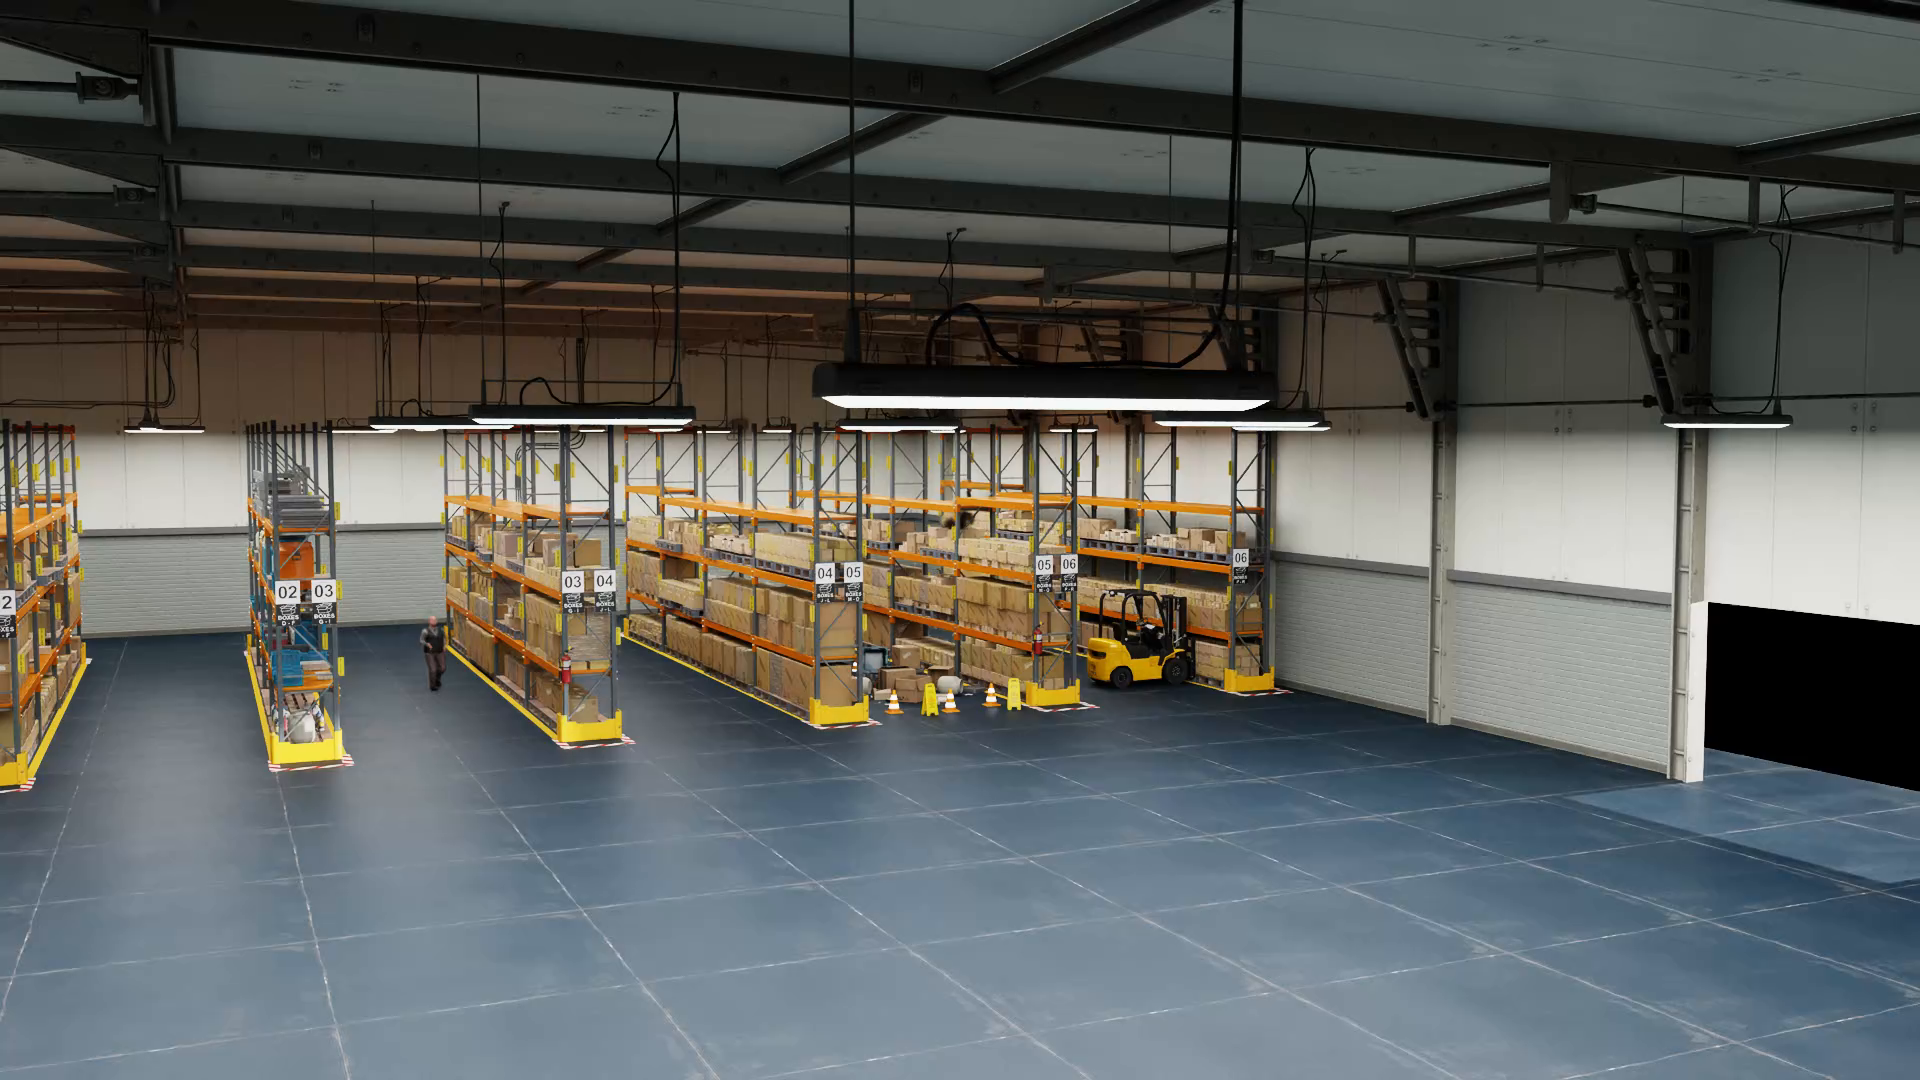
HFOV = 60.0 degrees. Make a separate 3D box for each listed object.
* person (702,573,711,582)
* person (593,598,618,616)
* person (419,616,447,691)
[{"bbox_3d":[-7.303,1.822,47.906,0.657,1.758,0.970,-3,4,-38],"label":"person"},{"bbox_3d":[-9.461,2.074,44.279,0.710,1.771,0.975,-1,4,-19],"label":"person"},{"bbox_3d":[-11.767,2.545,37.293,0.651,1.675,0.583,-2,4,-34],"label":"person"}]
